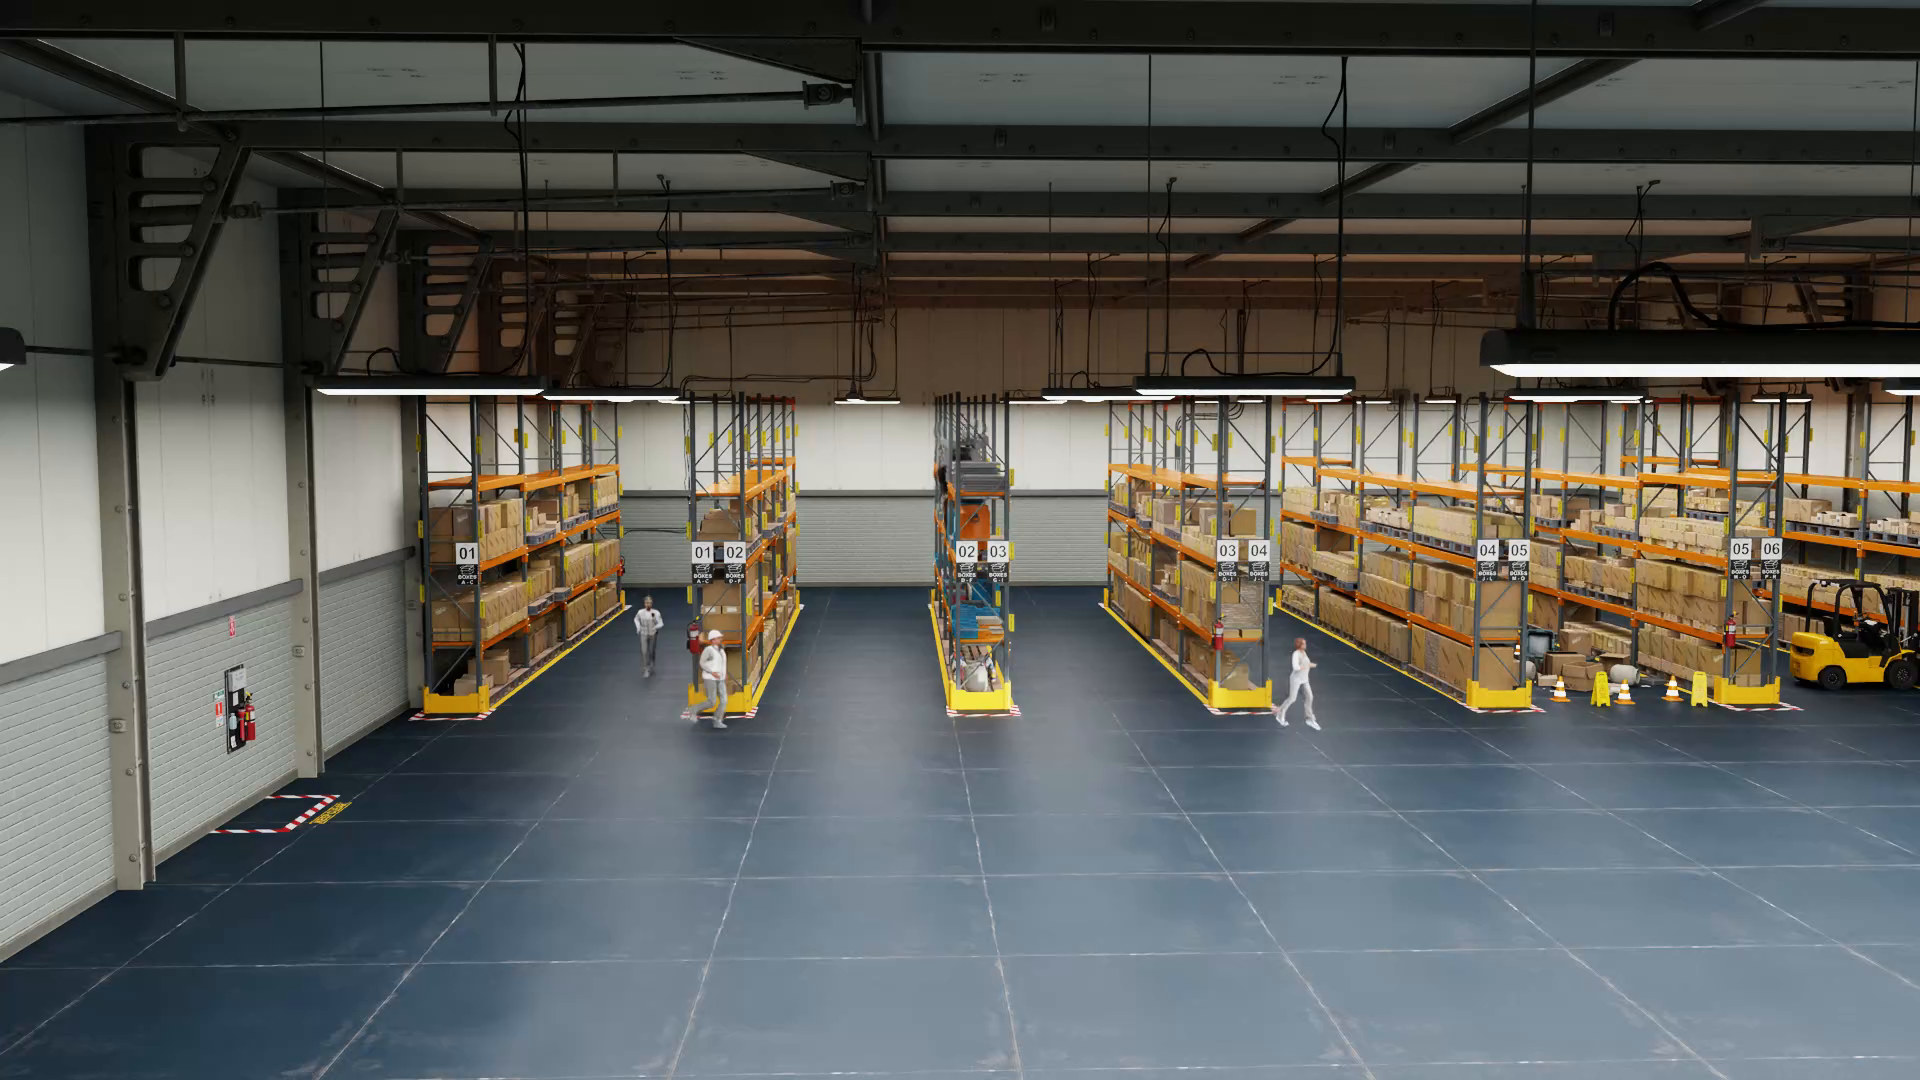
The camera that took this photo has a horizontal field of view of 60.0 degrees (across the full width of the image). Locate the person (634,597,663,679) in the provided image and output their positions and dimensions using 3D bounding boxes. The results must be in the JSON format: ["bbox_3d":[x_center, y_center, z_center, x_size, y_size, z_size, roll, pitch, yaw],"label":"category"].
[{"bbox_3d":[-6.631,2.044,35.426,0.617,1.705,0.895,-1,5,-7],"label":"person"}]

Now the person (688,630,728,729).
[{"bbox_3d":[-4.423,2.477,29.773,0.744,1.742,0.697,2,5,28],"label":"person"}]

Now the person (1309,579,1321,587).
[{"bbox_3d":[10.426,0.974,48.822,0.749,1.676,0.538,-4,6,-43],"label":"person"}]

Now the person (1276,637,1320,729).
[{"bbox_3d":[6.003,2.532,29.509,0.776,1.621,0.535,4,6,41],"label":"person"}]
